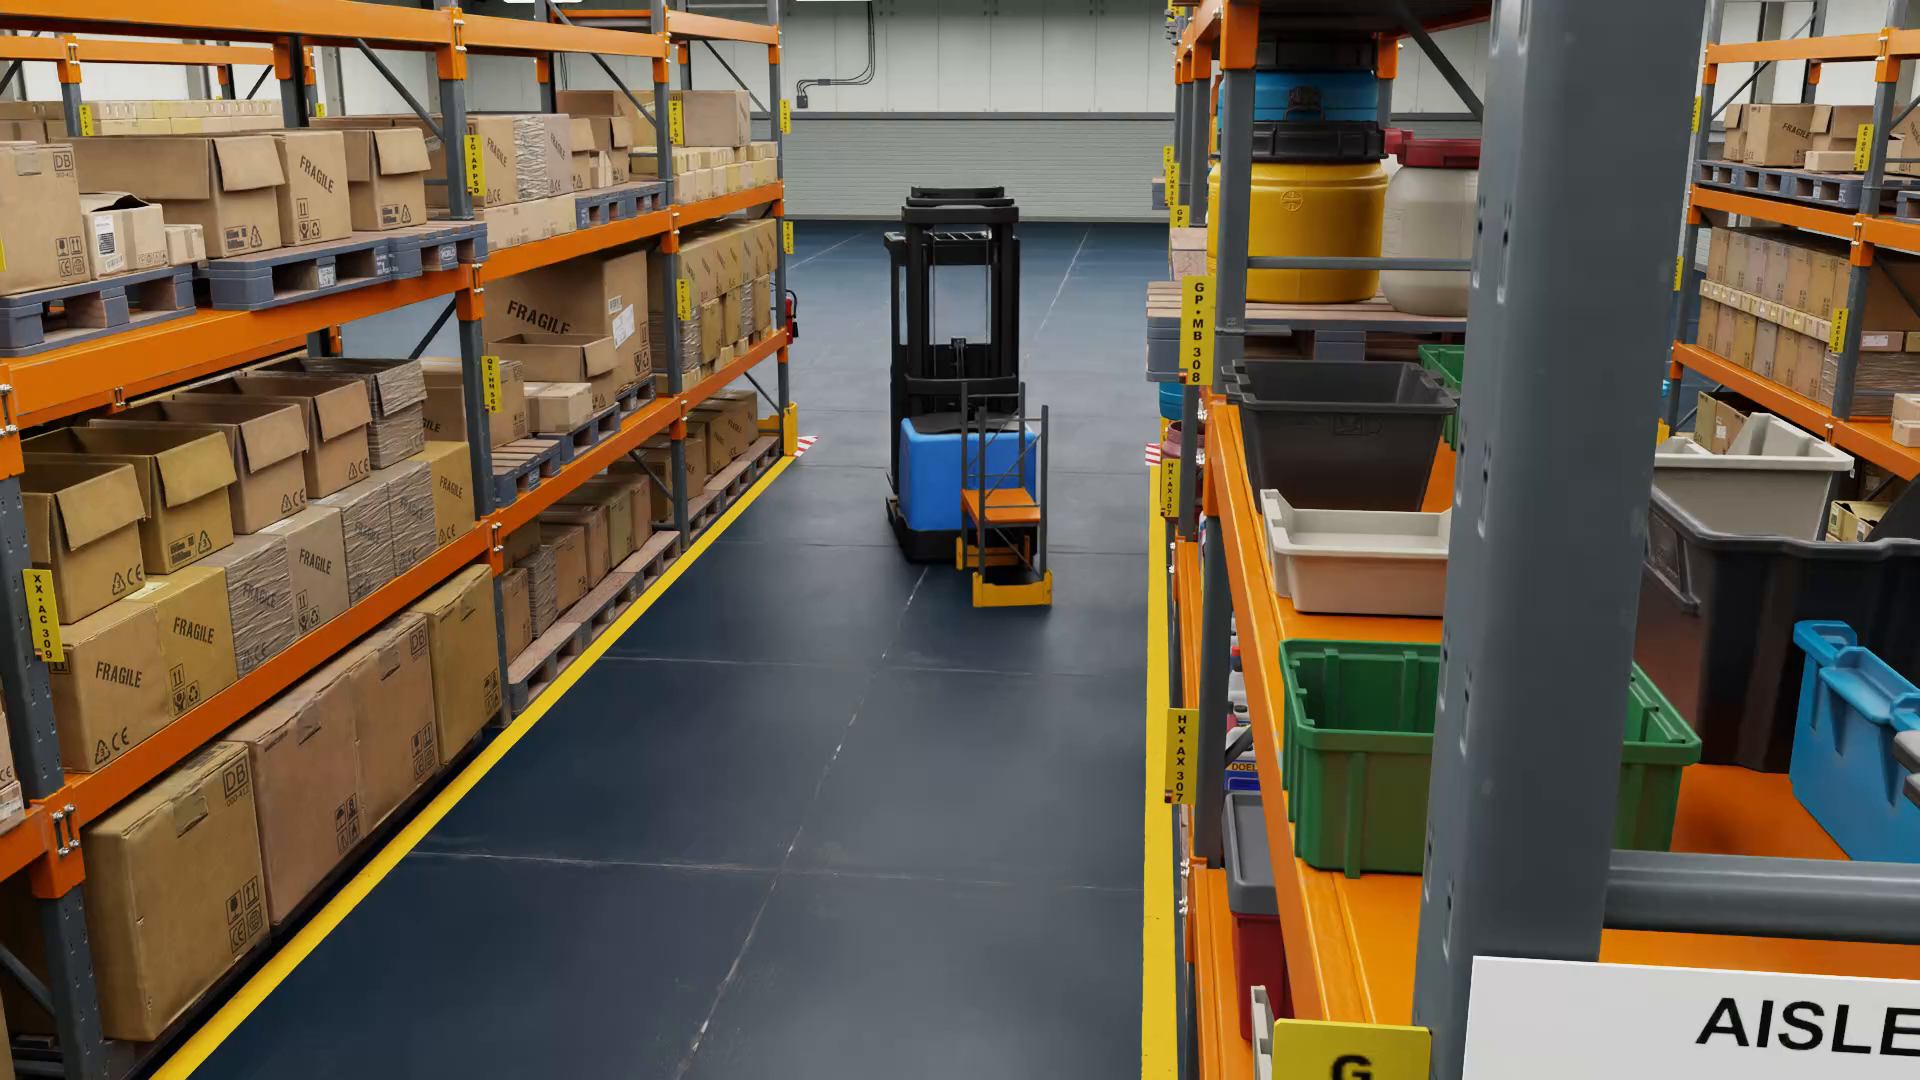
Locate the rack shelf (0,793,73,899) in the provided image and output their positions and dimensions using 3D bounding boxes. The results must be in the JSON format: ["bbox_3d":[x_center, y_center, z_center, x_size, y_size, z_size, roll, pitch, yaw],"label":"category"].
[{"bbox_3d":[-3.892,1.564,4.009,1.077,0.370,4.000,2,15,6],"label":"rack shelf"}]

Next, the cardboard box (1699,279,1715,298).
[{"bbox_3d":[7.272,-2.387,15.810,0.380,0.149,0.250,2,15,6],"label":"cardboard box"}]

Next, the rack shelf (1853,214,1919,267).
[{"bbox_3d":[6.853,-1.666,10.208,1.077,0.370,4.000,2,15,6],"label":"rack shelf"}]

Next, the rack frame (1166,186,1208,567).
[{"bbox_3d":[2.158,-1.231,12.967,1.000,3.000,0.127,2,15,6],"label":"rack frame"}]

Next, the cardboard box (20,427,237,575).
[{"bbox_3d":[-3.513,-0.178,6.960,0.797,0.503,0.637,2,15,7],"label":"cardboard box"}]

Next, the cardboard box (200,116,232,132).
[{"bbox_3d":[-7.179,-3.831,15.557,0.500,0.250,0.500,2,15,7],"label":"cardboard box"}]

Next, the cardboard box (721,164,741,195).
[{"bbox_3d":[-2.285,-3.264,15.028,0.500,0.250,0.500,1,15,5],"label":"cardboard box"}]

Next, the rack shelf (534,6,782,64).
[{"bbox_3d":[-2.538,-4.442,14.736,1.077,0.370,4.000,2,15,6],"label":"rack shelf"}]

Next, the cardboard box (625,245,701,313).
[{"bbox_3d":[-2.460,-2.160,13.728,0.500,0.500,0.500,2,15,6],"label":"cardboard box"}]

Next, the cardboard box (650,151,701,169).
[{"bbox_3d":[-2.422,-3.226,14.122,0.380,0.149,0.250,2,15,8],"label":"cardboard box"}]

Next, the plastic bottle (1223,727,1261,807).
[{"bbox_3d":[0.978,0.792,5.723,0.152,0.276,0.135,2,15,6],"label":"plastic bottle"}]

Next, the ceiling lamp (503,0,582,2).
[{"bbox_3d":[-10.397,-15.050,41.396,2.000,3.185,0.800,2,15,6],"label":"ceiling lamp"}]

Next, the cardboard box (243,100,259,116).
[{"bbox_3d":[-7.046,-4.188,16.116,0.380,0.149,0.250,2,15,6],"label":"cardboard box"}]

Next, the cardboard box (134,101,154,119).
[{"bbox_3d":[-7.245,-3.728,14.413,0.380,0.149,0.250,2,15,6],"label":"cardboard box"}]

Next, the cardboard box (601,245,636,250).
[{"bbox_3d":[-2.986,-2.176,13.786,0.500,0.500,0.500,2,15,6],"label":"cardboard box"}]

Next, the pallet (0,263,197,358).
[{"bbox_3d":[-3.612,-0.897,6.351,0.805,0.209,1.217,1,15,4],"label":"pallet"}]

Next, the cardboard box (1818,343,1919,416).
[{"bbox_3d":[7.123,-1.247,12.837,0.700,0.500,0.500,1,15,5],"label":"cardboard box"}]

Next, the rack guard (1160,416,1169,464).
[{"bbox_3d":[2.647,-1.040,17.052,1.175,0.500,0.348,2,15,6],"label":"rack guard"}]

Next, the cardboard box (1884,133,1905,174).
[{"bbox_3d":[7.459,-3.022,12.943,0.500,0.311,0.500,1,15,3],"label":"cardboard box"}]

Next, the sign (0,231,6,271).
[{"bbox_3d":[-3.115,-1.022,5.305,0.100,0.325,0.005,2,15,6],"label":"sign"}]

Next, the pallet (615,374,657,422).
[{"bbox_3d":[-2.994,-1.090,12.814,1.003,0.211,1.213,2,15,6],"label":"pallet"}]

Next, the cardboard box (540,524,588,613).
[{"bbox_3d":[-3.052,0.189,11.661,0.700,0.500,0.500,3,15,11],"label":"cardboard box"}]

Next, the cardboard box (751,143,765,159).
[{"bbox_3d":[-2.101,-3.763,16.107,0.380,0.149,0.250,1,15,4],"label":"cardboard box"}]

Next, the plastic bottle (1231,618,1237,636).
[{"bbox_3d":[1.118,0.472,6.909,0.152,0.276,0.135,2,15,6],"label":"plastic bottle"}]

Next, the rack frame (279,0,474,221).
[{"bbox_3d":[-3.215,-3.235,8.887,1.000,3.000,0.127,2,15,6],"label":"rack frame"}]

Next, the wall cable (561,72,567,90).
[{"bbox_3d":[-13.034,-12.600,49.469,3.097,2.526,0.112,2,15,6],"label":"wall cable"}]

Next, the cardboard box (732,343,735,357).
[{"bbox_3d":[-2.301,-1.758,15.398,0.380,0.149,0.250,2,15,6],"label":"cardboard box"}]

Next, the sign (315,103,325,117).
[{"bbox_3d":[-6.691,-4.404,17.411,0.100,0.325,0.005,2,15,6],"label":"sign"}]

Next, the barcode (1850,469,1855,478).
[{"bbox_3d":[6.637,-0.499,12.368,0.001,0.075,0.075,2,15,6],"label":"barcode"}]

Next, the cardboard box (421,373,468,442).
[{"bbox_3d":[-3.194,-0.731,10.124,0.500,0.500,0.500,0,15,-1],"label":"cardboard box"}]

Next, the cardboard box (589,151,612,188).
[{"bbox_3d":[-2.770,-2.716,12.165,0.396,0.266,0.258,2,15,8],"label":"cardboard box"}]

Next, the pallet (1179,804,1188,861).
[{"bbox_3d":[1.659,1.359,8.733,1.003,0.211,1.213,2,15,6],"label":"pallet"}]

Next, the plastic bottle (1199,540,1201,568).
[{"bbox_3d":[1.285,0.060,8.575,0.097,0.201,0.097,0,15,0],"label":"plastic bottle"}]

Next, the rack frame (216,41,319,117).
[{"bbox_3d":[-7.229,-5.482,17.197,1.000,3.000,0.127,2,15,6],"label":"rack frame"}]

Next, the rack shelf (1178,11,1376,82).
[{"bbox_3d":[1.932,-3.068,10.412,1.077,0.370,4.000,2,15,6],"label":"rack shelf"}]

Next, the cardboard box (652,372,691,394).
[{"bbox_3d":[-2.440,-1.302,13.713,0.380,0.149,0.250,2,15,6],"label":"cardboard box"}]

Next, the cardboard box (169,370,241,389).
[{"bbox_3d":[-7.442,-1.121,15.827,0.875,0.875,0.875,2,15,7],"label":"cardboard box"}]

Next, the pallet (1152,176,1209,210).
[{"bbox_3d":[2.142,-2.778,13.303,1.213,0.211,1.003,2,15,6],"label":"pallet"}]

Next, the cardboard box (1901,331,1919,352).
[{"bbox_3d":[7.302,-1.509,12.563,0.380,0.149,0.250,2,15,6],"label":"cardboard box"}]

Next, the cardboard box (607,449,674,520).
[{"bbox_3d":[-2.679,-0.475,14.157,0.500,0.500,0.500,1,15,5],"label":"cardboard box"}]

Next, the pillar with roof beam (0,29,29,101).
[{"bbox_3d":[-12.434,-8.579,28.648,9.100,9.000,0.400,2,15,6],"label":"pillar with roof beam"}]

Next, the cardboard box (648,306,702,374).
[{"bbox_3d":[-2.651,-1.683,13.879,0.875,0.500,0.500,2,15,6],"label":"cardboard box"}]

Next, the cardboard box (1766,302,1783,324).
[{"bbox_3d":[7.069,-1.920,14.083,0.380,0.149,0.250,2,15,8],"label":"cardboard box"}]

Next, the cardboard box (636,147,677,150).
[{"bbox_3d":[-2.752,-3.447,14.939,0.380,0.149,0.250,1,15,4],"label":"cardboard box"}]

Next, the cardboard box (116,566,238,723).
[{"bbox_3d":[-3.310,0.408,6.716,0.500,0.500,0.500,2,15,6],"label":"cardboard box"}]

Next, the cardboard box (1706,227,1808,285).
[{"bbox_3d":[7.459,-2.661,15.581,0.700,0.500,0.500,2,15,6],"label":"cardboard box"}]

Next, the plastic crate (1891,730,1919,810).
[{"bbox_3d":[1.124,0.405,1.421,0.497,0.269,0.590,2,15,6],"label":"plastic crate"}]

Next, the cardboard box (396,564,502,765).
[{"bbox_3d":[-3.313,0.662,9.233,1.225,0.875,0.875,1,15,4],"label":"cardboard box"}]

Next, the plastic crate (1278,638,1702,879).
[{"bbox_3d":[0.631,0.272,2.070,0.450,0.188,0.336,2,15,6],"label":"plastic crate"}]

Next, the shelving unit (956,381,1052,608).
[{"bbox_3d":[0.326,-0.371,12.661,0.587,1.500,1.083,-2,15,-7],"label":"shelving unit"}]

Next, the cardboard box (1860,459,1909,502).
[{"bbox_3d":[7.443,-0.432,13.041,0.500,0.500,0.500,2,15,6],"label":"cardboard box"}]

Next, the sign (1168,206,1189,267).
[{"bbox_3d":[1.159,-1.605,8.805,0.100,0.325,0.005,2,15,6],"label":"sign"}]

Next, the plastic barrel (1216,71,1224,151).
[{"bbox_3d":[2.376,-3.378,13.398,0.600,0.901,0.708,2,15,6],"label":"plastic barrel"}]

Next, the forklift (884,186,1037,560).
[{"bbox_3d":[-0.072,-1.593,14.439,1.130,2.935,3.031,-2,15,-7],"label":"forklift"}]

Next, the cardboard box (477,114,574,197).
[{"bbox_3d":[-2.796,-2.453,10.592,0.500,0.500,0.500,1,15,5],"label":"cardboard box"}]

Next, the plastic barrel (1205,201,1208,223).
[{"bbox_3d":[1.618,-1.911,10.002,0.301,0.262,0.301,0,15,0],"label":"plastic barrel"}]
